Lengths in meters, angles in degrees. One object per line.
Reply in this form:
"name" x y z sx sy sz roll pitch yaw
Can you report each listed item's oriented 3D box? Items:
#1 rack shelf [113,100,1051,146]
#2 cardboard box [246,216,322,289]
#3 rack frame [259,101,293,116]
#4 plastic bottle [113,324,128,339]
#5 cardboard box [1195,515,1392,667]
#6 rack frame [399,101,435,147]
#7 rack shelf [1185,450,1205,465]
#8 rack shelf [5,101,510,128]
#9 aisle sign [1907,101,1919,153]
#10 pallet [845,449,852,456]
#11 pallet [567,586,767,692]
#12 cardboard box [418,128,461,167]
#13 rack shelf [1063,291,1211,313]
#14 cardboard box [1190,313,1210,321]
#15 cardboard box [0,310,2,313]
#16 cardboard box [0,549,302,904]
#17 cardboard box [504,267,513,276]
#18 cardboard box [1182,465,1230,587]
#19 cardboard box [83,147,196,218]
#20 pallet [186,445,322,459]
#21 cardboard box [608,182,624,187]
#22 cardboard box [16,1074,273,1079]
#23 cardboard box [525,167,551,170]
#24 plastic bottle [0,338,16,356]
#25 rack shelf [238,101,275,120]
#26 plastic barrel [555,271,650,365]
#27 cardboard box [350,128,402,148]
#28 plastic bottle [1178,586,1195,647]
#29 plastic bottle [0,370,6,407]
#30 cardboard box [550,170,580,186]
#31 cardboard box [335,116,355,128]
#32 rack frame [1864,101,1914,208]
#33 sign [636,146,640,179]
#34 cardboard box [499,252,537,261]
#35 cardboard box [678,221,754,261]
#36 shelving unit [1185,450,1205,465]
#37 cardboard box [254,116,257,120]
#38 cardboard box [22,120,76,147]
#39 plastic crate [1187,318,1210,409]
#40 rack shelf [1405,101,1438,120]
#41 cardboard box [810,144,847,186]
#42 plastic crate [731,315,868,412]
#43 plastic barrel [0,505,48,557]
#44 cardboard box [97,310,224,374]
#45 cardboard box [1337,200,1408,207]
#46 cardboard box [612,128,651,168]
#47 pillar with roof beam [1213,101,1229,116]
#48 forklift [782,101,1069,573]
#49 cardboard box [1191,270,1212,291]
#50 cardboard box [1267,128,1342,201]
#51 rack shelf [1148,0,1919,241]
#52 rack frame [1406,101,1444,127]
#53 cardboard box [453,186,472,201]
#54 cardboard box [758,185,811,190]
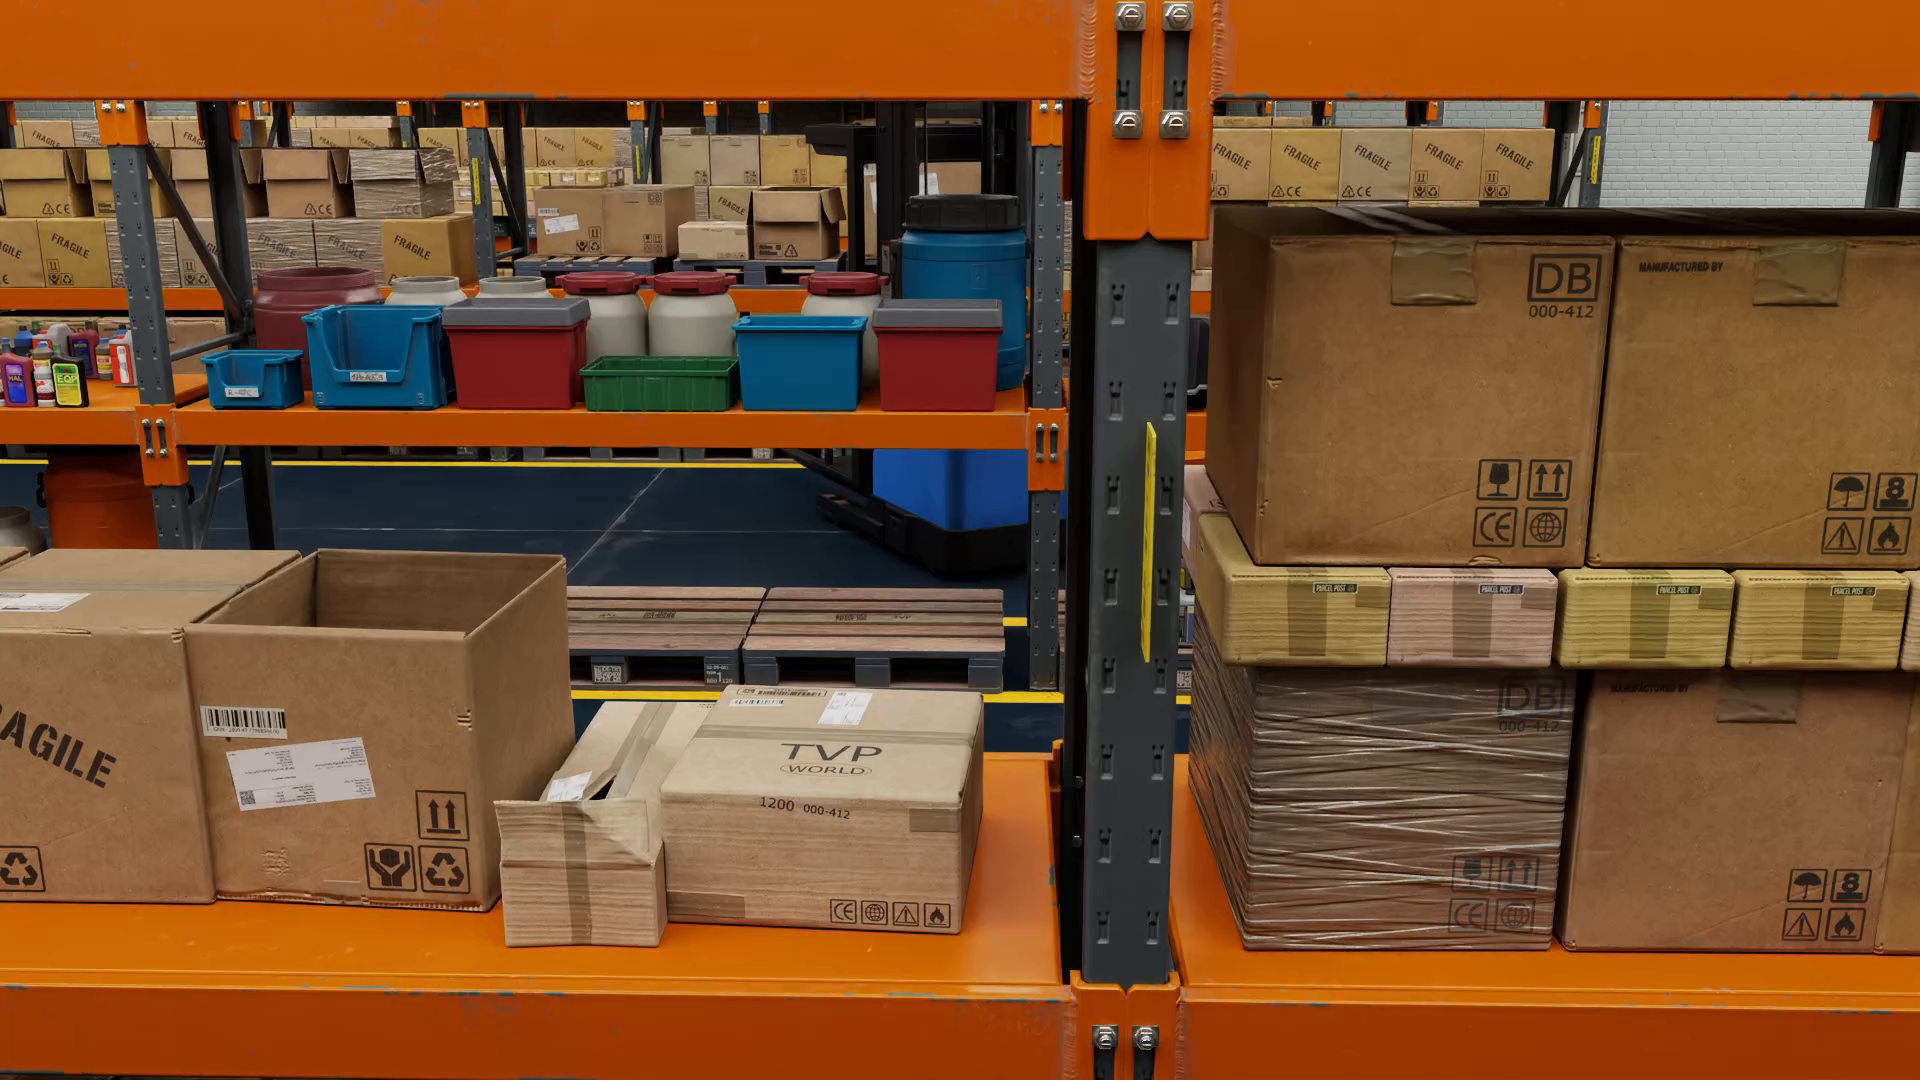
"rack shelf" -1.601 -1.992 7.541 4.000 0.370 1.077 0 15 1
"cardboard box" -4.991 -2.161 12.457 0.500 0.500 0.500 0 15 0
"rack frame" -11.095 -6.011 27.243 0.127 3.000 1.000 0 15 1
"plastic bottle" -4.140 -0.933 8.250 0.097 0.271 0.097 0 15 0
"cardboard box" 0.531 0.076 2.705 0.250 0.149 0.380 0 15 1
"rack frame" -7.220 -4.719 22.347 0.127 3.000 1.000 0 15 1
"rack shelf" 1.551 -0.472 9.894 1.000 0.185 0.538 -5 15 -17
"rack shelf" -5.474 -3.281 12.427 4.000 0.370 1.077 0 15 1
"aisle sign" 4.476 -2.182 7.634 0.004 0.787 0.394 0 15 1
"pallet" -0.254 -0.796 12.944 1.213 0.211 1.003 0 15 1
"pallet" -1.611 0.469 8.148 1.213 0.211 1.003 0 15 1
"cardboard box" -6.787 -5.175 21.918 0.500 0.500 0.500 1 15 2
"rack shelf" 2.524 -1.779 12.613 4.000 0.370 1.077 0 15 1
"cardboard box" 2.280 -2.553 17.478 0.875 0.875 0.875 0 15 2
"cardboard box" -8.131 -1.392 13.079 0.875 0.875 0.875 0 15 1
"cardboard box" -1.527 0.322 3.042 0.500 0.500 0.500 0 15 2
"cardboard box" -4.442 -2.725 17.396 0.500 0.250 0.500 1 15 2
"cardboard box" 0.545 -0.028 3.100 0.250 0.149 0.380 0 15 1
"cardboard box" -6.148 -2.716 12.591 0.637 0.503 0.797 1 15 2
"pallet" -5.477 -0.850 13.150 1.213 0.211 1.003 0 15 1
"cardboard box" -3.724 -3.710 17.607 0.250 0.149 0.380 1 15 4
"cardboard box" -1.676 1.166 3.508 0.500 0.311 0.500 1 15 3
"cardboard box" -4.482 -3.857 17.583 0.250 0.149 0.380 0 15 -1
"plastic bottle" -4.736 -0.903 8.274 0.097 0.201 0.097 0 15 0
"rack shelf" -9.245 -4.572 17.318 4.000 0.370 1.077 0 15 1
"plastic barrel" -1.719 -1.012 8.030 0.433 0.535 0.433 0 15 0
"cardboard box" -7.699 -5.184 21.951 0.500 0.500 0.500 0 15 1
"plastic bottle" 1.029 0.337 7.661 0.135 0.276 0.152 1 15 3
"plastic bottle" -4.362 -0.707 7.531 0.097 0.201 0.097 0 15 0
"cardboard box" -3.999 -3.688 16.941 0.250 0.149 0.380 0 15 1
"cardboard box" -8.046 -5.519 21.951 0.250 0.149 0.380 0 15 1
"rack frame" 4.397 -0.851 7.684 0.127 3.000 1.000 0 15 1
"sign" -3.251 -3.813 16.798 0.005 0.325 0.100 0 15 1
"cardboard box" -5.695 -3.907 22.611 0.875 0.875 0.875 1 15 3
"cardboard box" -1.805 -2.227 12.371 0.500 0.250 0.500 0 15 0
"shelving unit" 1.542 -0.645 9.846 1.083 1.500 0.587 -5 15 -17
"cardboard box" -9.321 -5.497 21.867 0.250 0.149 0.380 0 15 0
"cardboard box" -9.268 -4.074 17.162 0.500 0.500 0.500 0 15 0
"plastic crate" 0.918 -0.811 7.655 0.504 0.338 0.767 0 15 1
"rack shelf" 2.752 -4.493 17.022 4.000 0.370 1.077 0 15 1
"cardboard box" -1.269 -3.947 17.266 0.500 0.500 0.700 0 15 1
"plastic crate" -0.713 -0.797 7.511 0.575 0.384 0.392 0 15 1
"plastic barrel" -4.657 0.117 8.068 0.421 0.512 0.421 0 15 0
"cardboard box" -5.939 -1.363 12.967 0.875 0.875 1.225 0 15 -1
"cardboard box" 2.972 -2.303 12.411 0.500 0.500 0.875 0 15 1
"cardboard box" -4.258 -5.163 21.872 0.500 0.500 0.500 1 15 2
"pillar with roof beam" 4.116 -7.944 22.810 0.400 9.000 9.100 0 15 1
"forklift" -0.288 -1.558 10.501 1.130 2.935 3.031 -8 17 -27
"cardboard box" 1.731 -1.929 12.265 0.250 0.149 0.380 0 15 1
"cardboard box" 2.468 -2.741 12.110 0.500 0.500 0.500 0 15 1
"rack shelf" 2.267 -0.703 2.655 4.000 0.370 1.077 0 15 1
"rack frame" 4.751 -3.378 17.263 0.127 3.000 1.000 0 15 1
"cardboard box" -5.042 -3.550 17.003 0.250 0.149 0.380 1 15 3
"cardboard box" -1.792 -3.401 17.153 0.500 0.500 0.500 0 15 1
